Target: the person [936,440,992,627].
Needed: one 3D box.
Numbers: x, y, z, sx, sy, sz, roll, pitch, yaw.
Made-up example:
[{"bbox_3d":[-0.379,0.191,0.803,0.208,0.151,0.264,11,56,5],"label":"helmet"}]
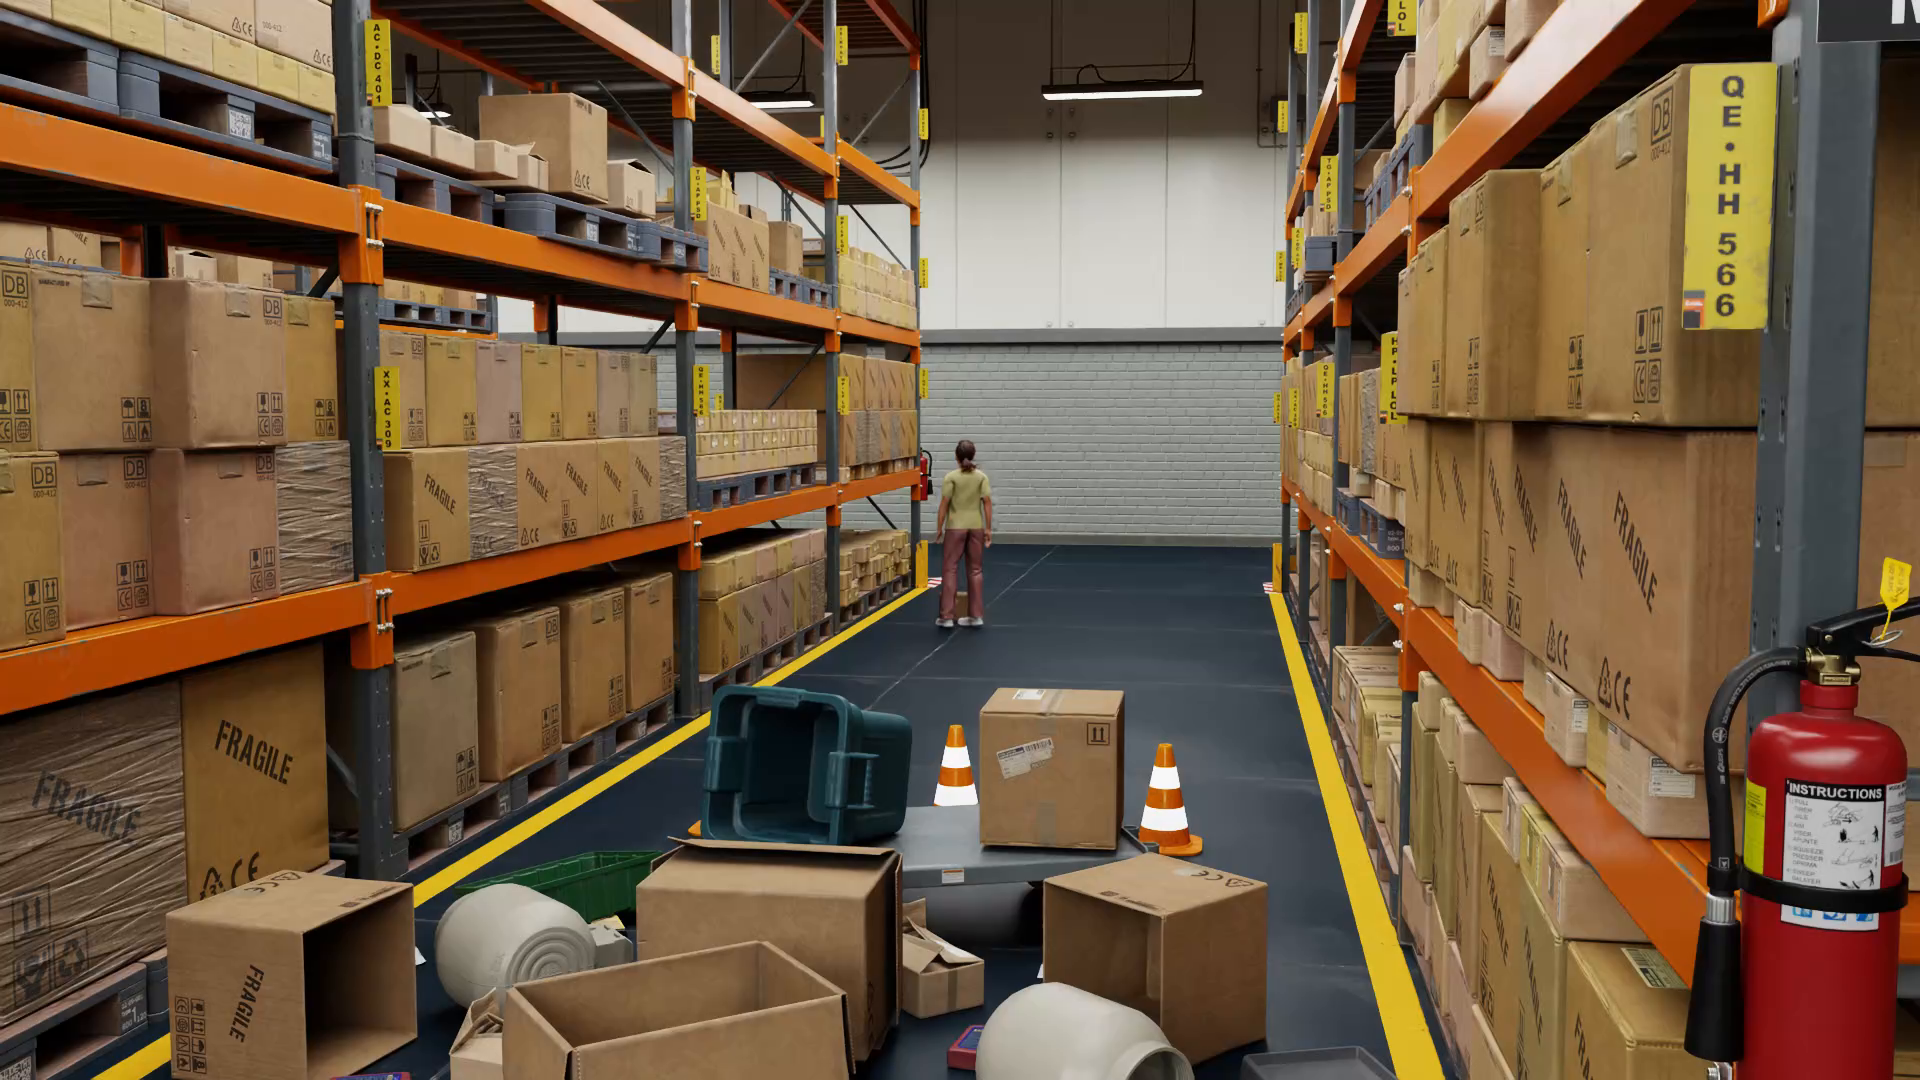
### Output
[{"bbox_3d":[0.036,-0.058,14.912,0.482,1.676,0.369,-1,5,-17],"label":"person"}]
